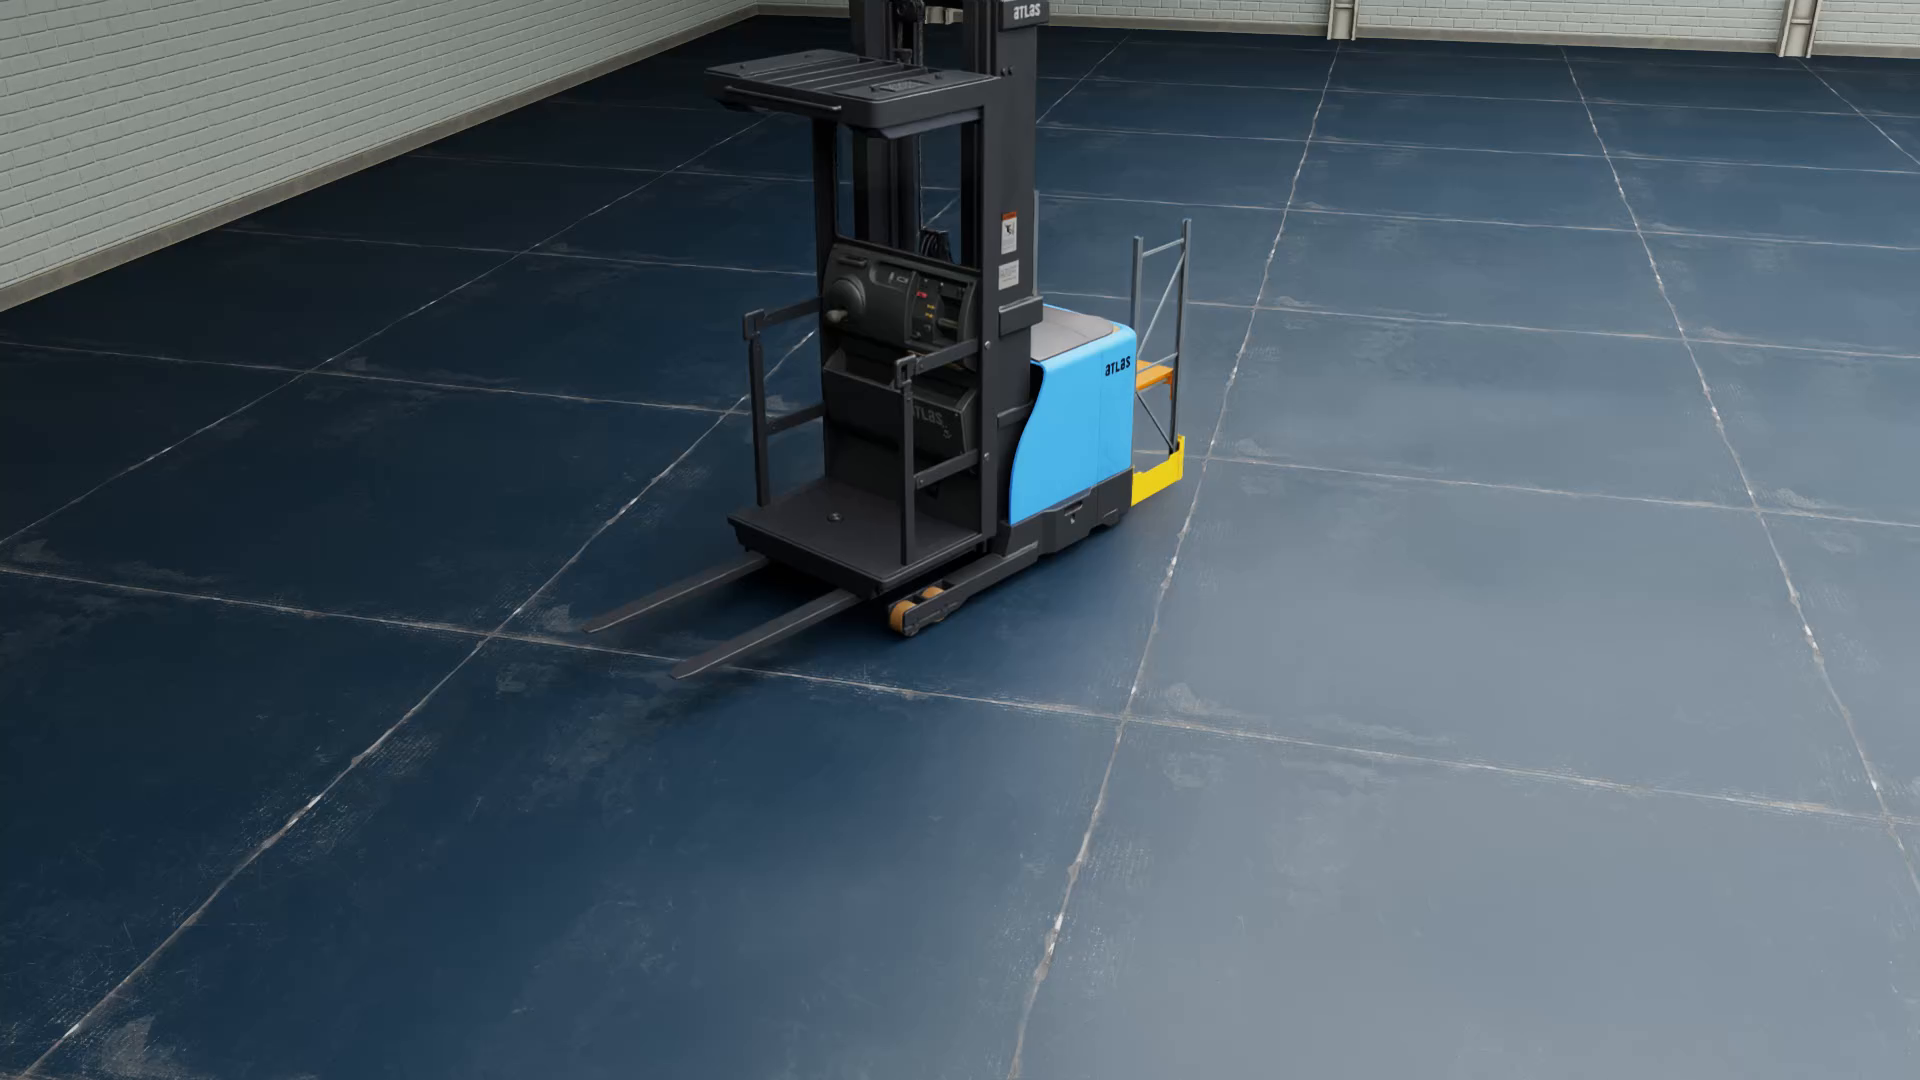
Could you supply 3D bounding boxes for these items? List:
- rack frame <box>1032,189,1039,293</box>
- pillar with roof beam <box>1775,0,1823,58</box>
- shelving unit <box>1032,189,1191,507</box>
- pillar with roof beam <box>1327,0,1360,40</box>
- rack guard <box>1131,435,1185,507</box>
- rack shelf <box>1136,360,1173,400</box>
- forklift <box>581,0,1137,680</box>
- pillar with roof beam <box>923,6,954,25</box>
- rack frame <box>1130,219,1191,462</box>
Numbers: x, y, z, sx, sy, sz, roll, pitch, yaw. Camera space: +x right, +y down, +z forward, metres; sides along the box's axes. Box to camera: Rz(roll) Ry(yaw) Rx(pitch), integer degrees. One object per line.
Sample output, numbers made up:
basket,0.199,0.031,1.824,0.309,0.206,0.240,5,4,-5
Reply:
rack frame,0.276,-1.227,9.582,0.032,1.500,0.500,20,32,35
pillar with roof beam,10.223,-8.846,16.863,0.400,9.000,9.100,6,26,13
shelving unit,0.674,-1.085,9.284,1.083,1.500,0.587,20,32,35
pillar with roof beam,4.412,-9.489,18.212,0.400,9.000,9.100,6,26,13
rack guard,1.058,-0.384,9.266,0.087,0.250,0.587,20,32,35
rack shelf,0.667,-0.925,9.367,1.000,0.185,0.538,20,32,35
forklift,-0.432,-1.116,7.685,1.130,2.935,3.031,21,33,37
pillar with roof beam,-1.399,-10.131,19.561,0.400,9.000,9.100,6,26,13
rack frame,1.059,-0.948,8.997,0.032,1.500,0.500,20,32,35
